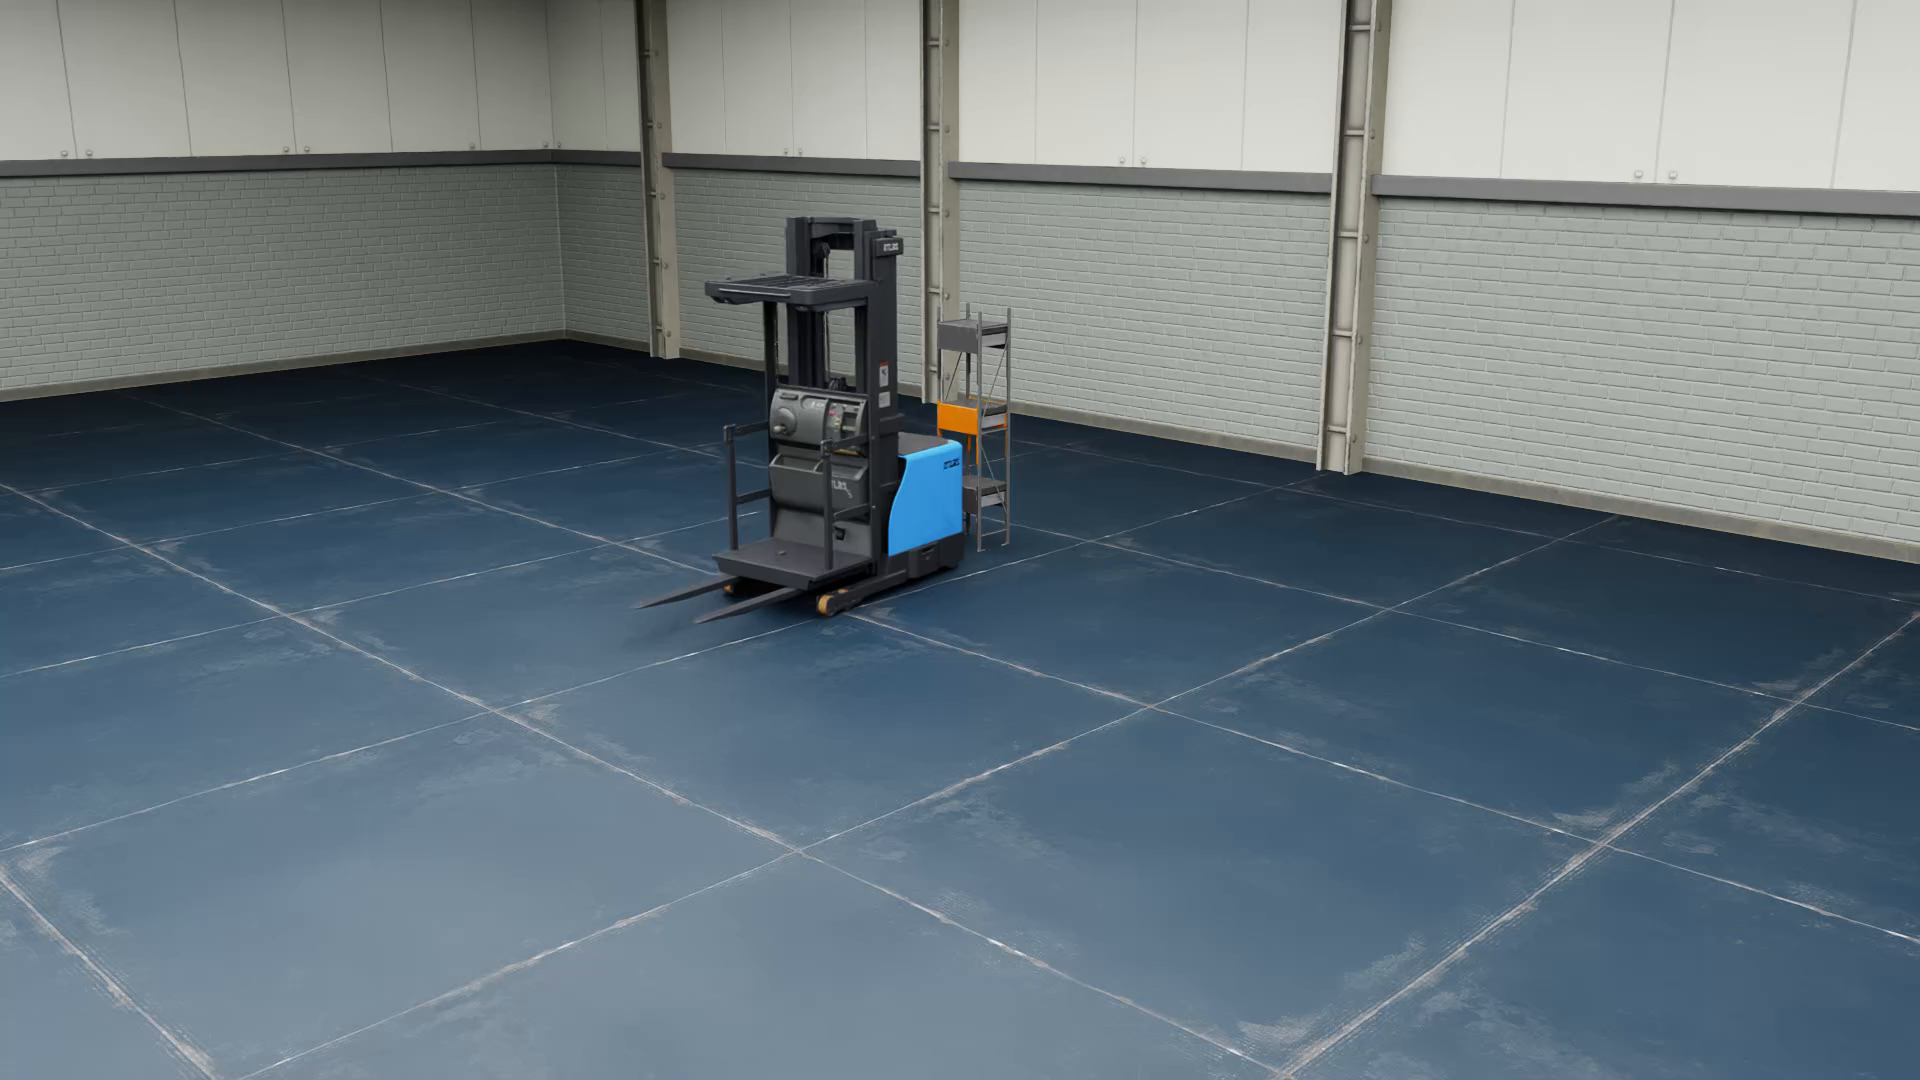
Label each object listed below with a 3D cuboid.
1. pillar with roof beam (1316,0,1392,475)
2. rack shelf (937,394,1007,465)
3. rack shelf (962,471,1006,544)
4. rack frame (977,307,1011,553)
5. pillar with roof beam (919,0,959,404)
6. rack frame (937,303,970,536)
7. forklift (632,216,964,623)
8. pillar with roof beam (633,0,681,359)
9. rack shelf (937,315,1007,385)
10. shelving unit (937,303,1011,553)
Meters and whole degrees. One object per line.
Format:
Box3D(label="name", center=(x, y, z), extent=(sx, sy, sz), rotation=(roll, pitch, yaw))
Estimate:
Box3D(label="pillar with roof beam", center=(1.074, -4.321, 13.667), extent=(0.400, 9.000, 9.100), rotation=(14, 20, 42))
Box3D(label="rack shelf", center=(0.119, -0.974, 14.560), extent=(0.480, 0.518, 0.431), rotation=(14, 20, 42))
Box3D(label="rack shelf", center=(0.119, -0.297, 14.736), extent=(0.480, 0.518, 0.431), rotation=(14, 20, 42))
Box3D(label="rack frame", center=(0.295, -0.944, 14.392), extent=(0.015, 2.100, 0.400), rotation=(14, 20, 42))
Box3D(label="pillar with roof beam", center=(-3.245, -5.371, 17.697), extent=(0.400, 9.000, 9.100), rotation=(14, 20, 42))
Box3D(label="rack frame", center=(-0.057, -1.030, 14.720), extent=(0.015, 2.100, 0.400), rotation=(14, 20, 42))
Box3D(label="forklift", center=(-1.240, -0.974, 12.856), extent=(1.130, 2.935, 3.031), rotation=(10, 18, 35))
Box3D(label="pillar with roof beam", center=(-7.565, -6.421, 21.727), extent=(0.400, 9.000, 9.100), rotation=(14, 20, 42))
Box3D(label="rack shelf", center=(0.119, -1.651, 14.383), extent=(0.480, 0.518, 0.431), rotation=(14, 20, 42))
Box3D(label="shelving unit", center=(0.119, -0.987, 14.556), extent=(0.503, 2.100, 0.431), rotation=(14, 20, 42))
